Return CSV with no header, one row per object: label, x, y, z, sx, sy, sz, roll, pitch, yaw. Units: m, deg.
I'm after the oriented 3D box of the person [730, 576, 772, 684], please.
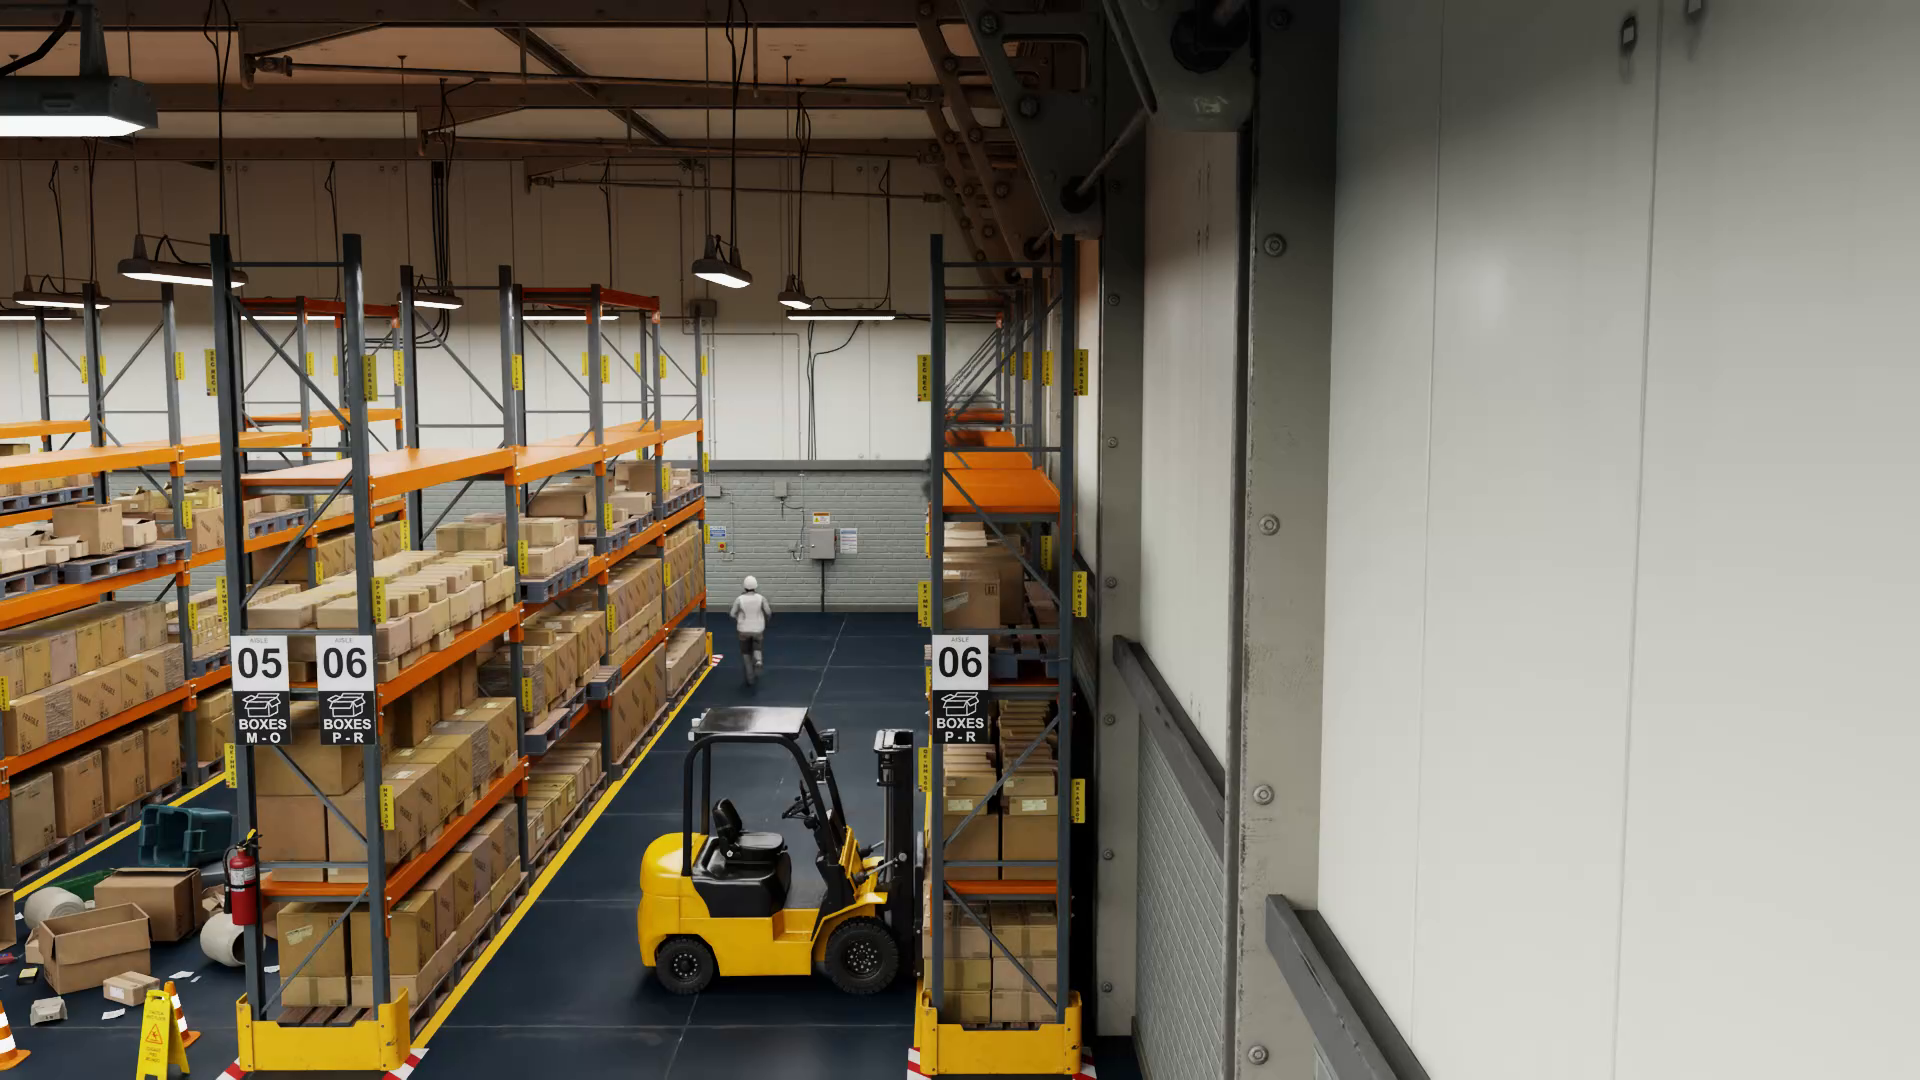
person,-3.296,1.423,26.207,0.659,1.729,0.586,-1,6,-10
